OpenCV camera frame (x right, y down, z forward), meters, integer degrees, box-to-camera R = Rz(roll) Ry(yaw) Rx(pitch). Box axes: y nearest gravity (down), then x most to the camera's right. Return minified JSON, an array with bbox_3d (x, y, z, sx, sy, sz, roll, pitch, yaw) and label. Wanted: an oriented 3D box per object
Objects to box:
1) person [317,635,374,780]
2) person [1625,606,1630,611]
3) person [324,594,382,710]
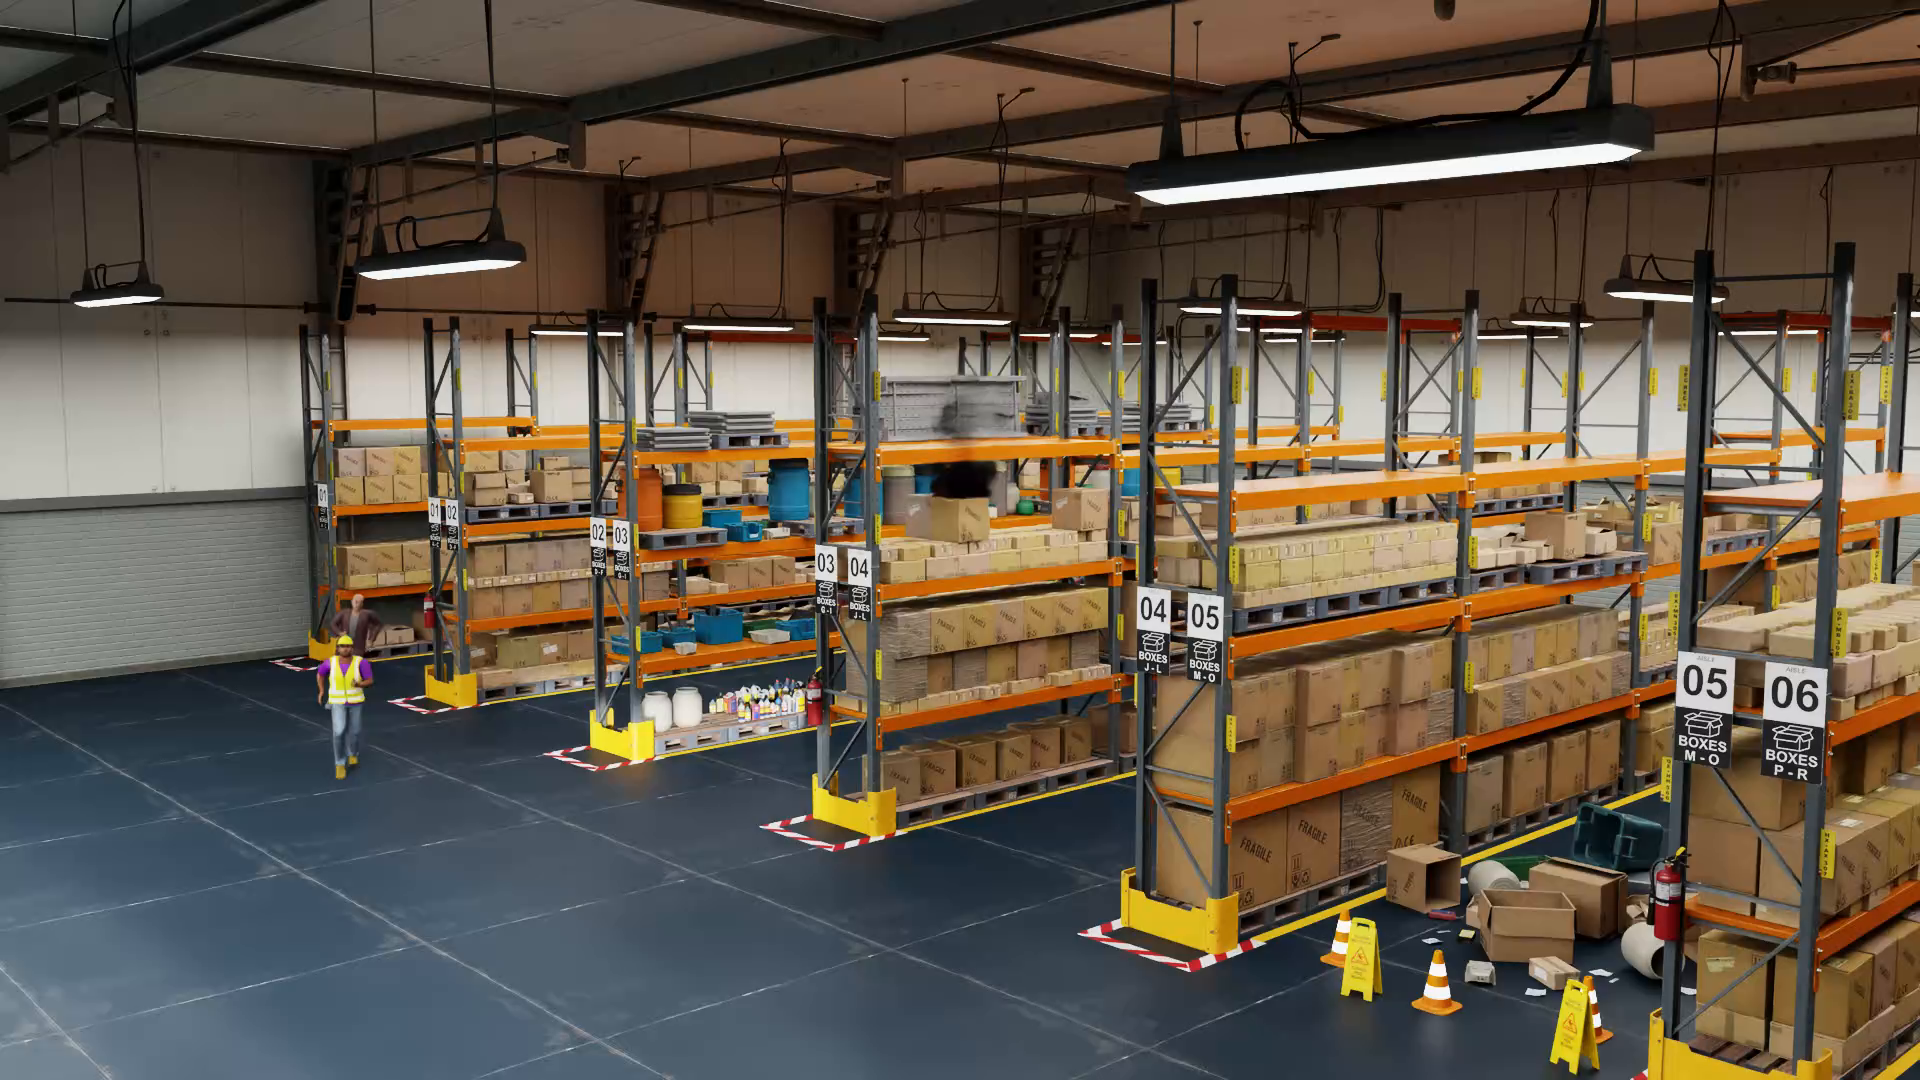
[{"bbox_3d":[-7.886,2.132,21.379,0.669,1.829,0.765,-2,6,-23],"label":"person"},{"bbox_3d":[10.123,1.805,25.152,0.555,1.647,0.613,-5,8,-41],"label":"person"},{"bbox_3d":[-9.442,1.689,25.862,0.784,1.725,1.084,0,6,-2],"label":"person"}]
